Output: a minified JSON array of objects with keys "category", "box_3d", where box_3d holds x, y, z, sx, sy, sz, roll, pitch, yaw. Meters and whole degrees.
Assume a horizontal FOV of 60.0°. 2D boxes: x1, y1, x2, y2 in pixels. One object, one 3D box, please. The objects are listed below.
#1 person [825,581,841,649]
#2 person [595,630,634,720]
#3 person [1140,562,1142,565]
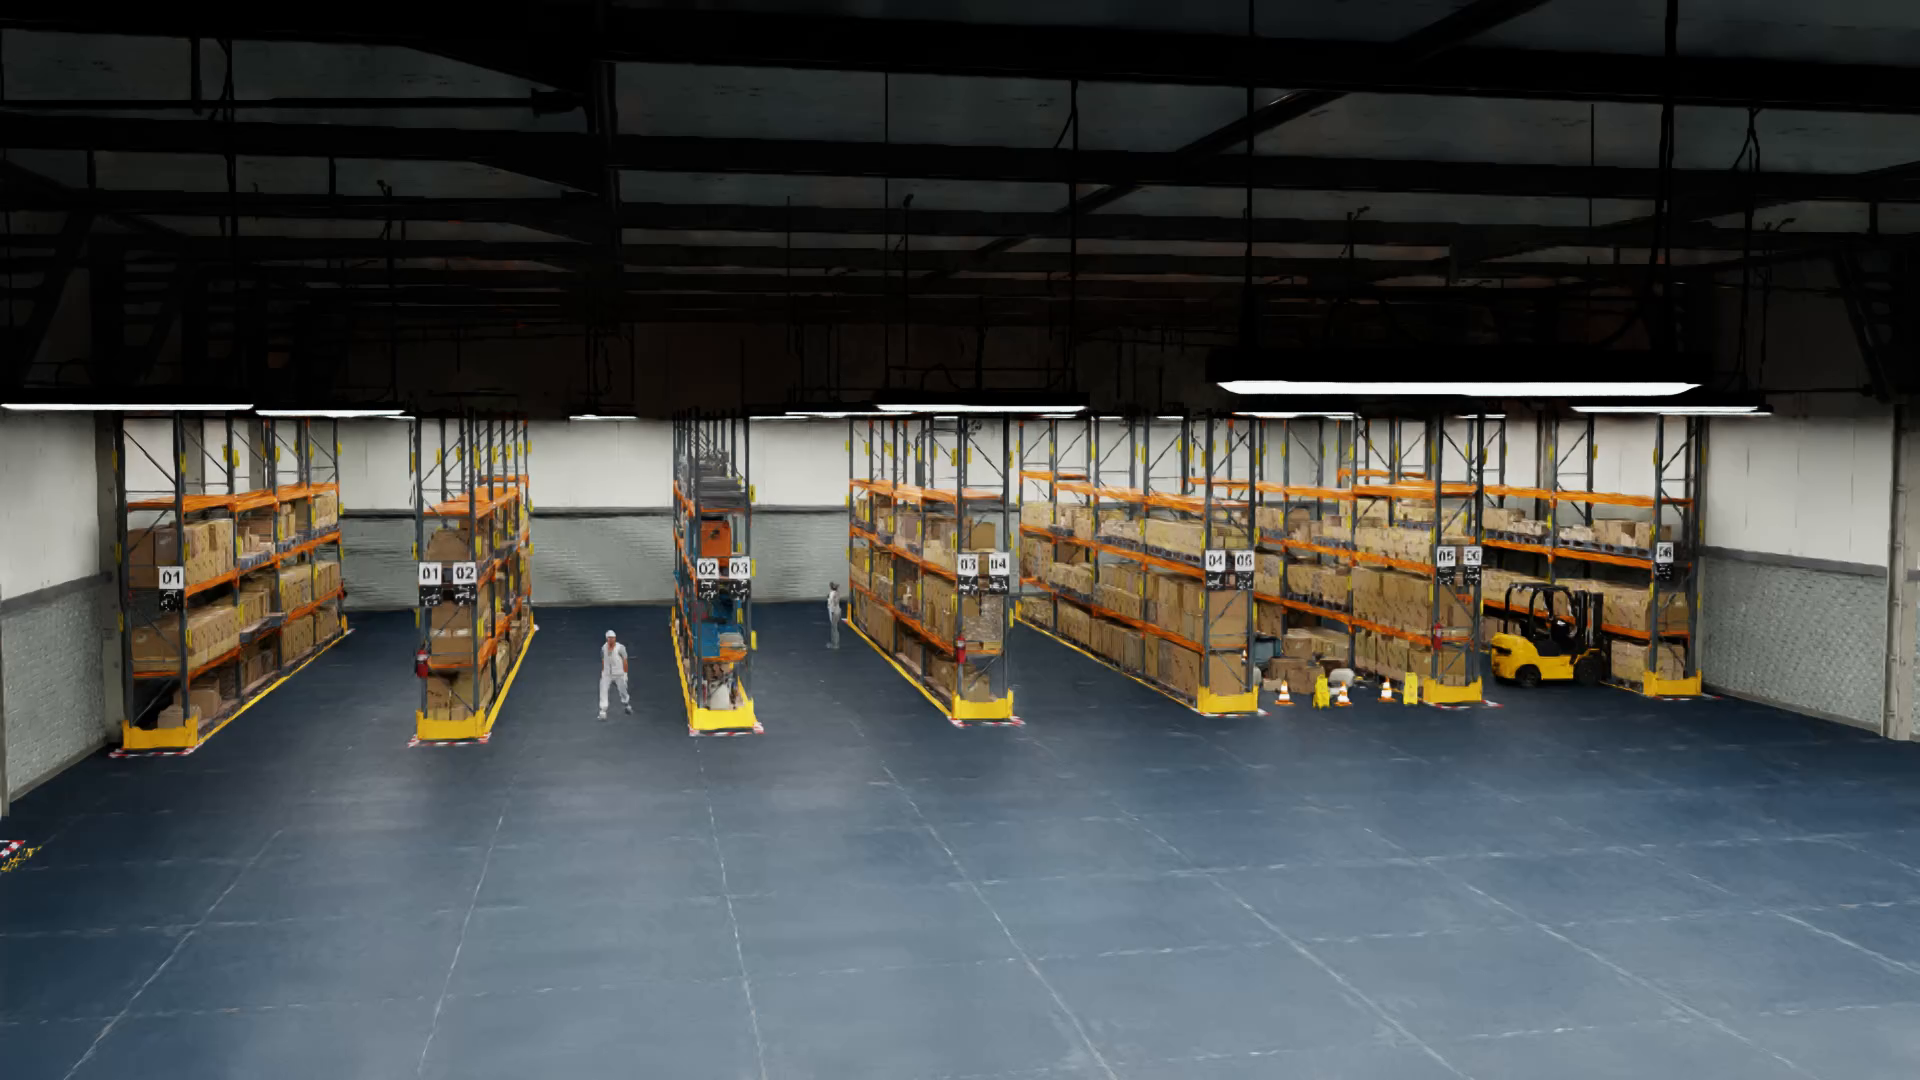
[{"category":"person","box_3d":[-3.230,1.887,42.059,0.454,1.677,0.525,1,4,18]},{"category":"person","box_3d":[-6.686,2.580,32.141,0.598,1.735,0.988,1,4,10]},{"category":"person","box_3d":[5.286,1.476,47.919,0.556,1.663,0.659,0,4,-6]}]
